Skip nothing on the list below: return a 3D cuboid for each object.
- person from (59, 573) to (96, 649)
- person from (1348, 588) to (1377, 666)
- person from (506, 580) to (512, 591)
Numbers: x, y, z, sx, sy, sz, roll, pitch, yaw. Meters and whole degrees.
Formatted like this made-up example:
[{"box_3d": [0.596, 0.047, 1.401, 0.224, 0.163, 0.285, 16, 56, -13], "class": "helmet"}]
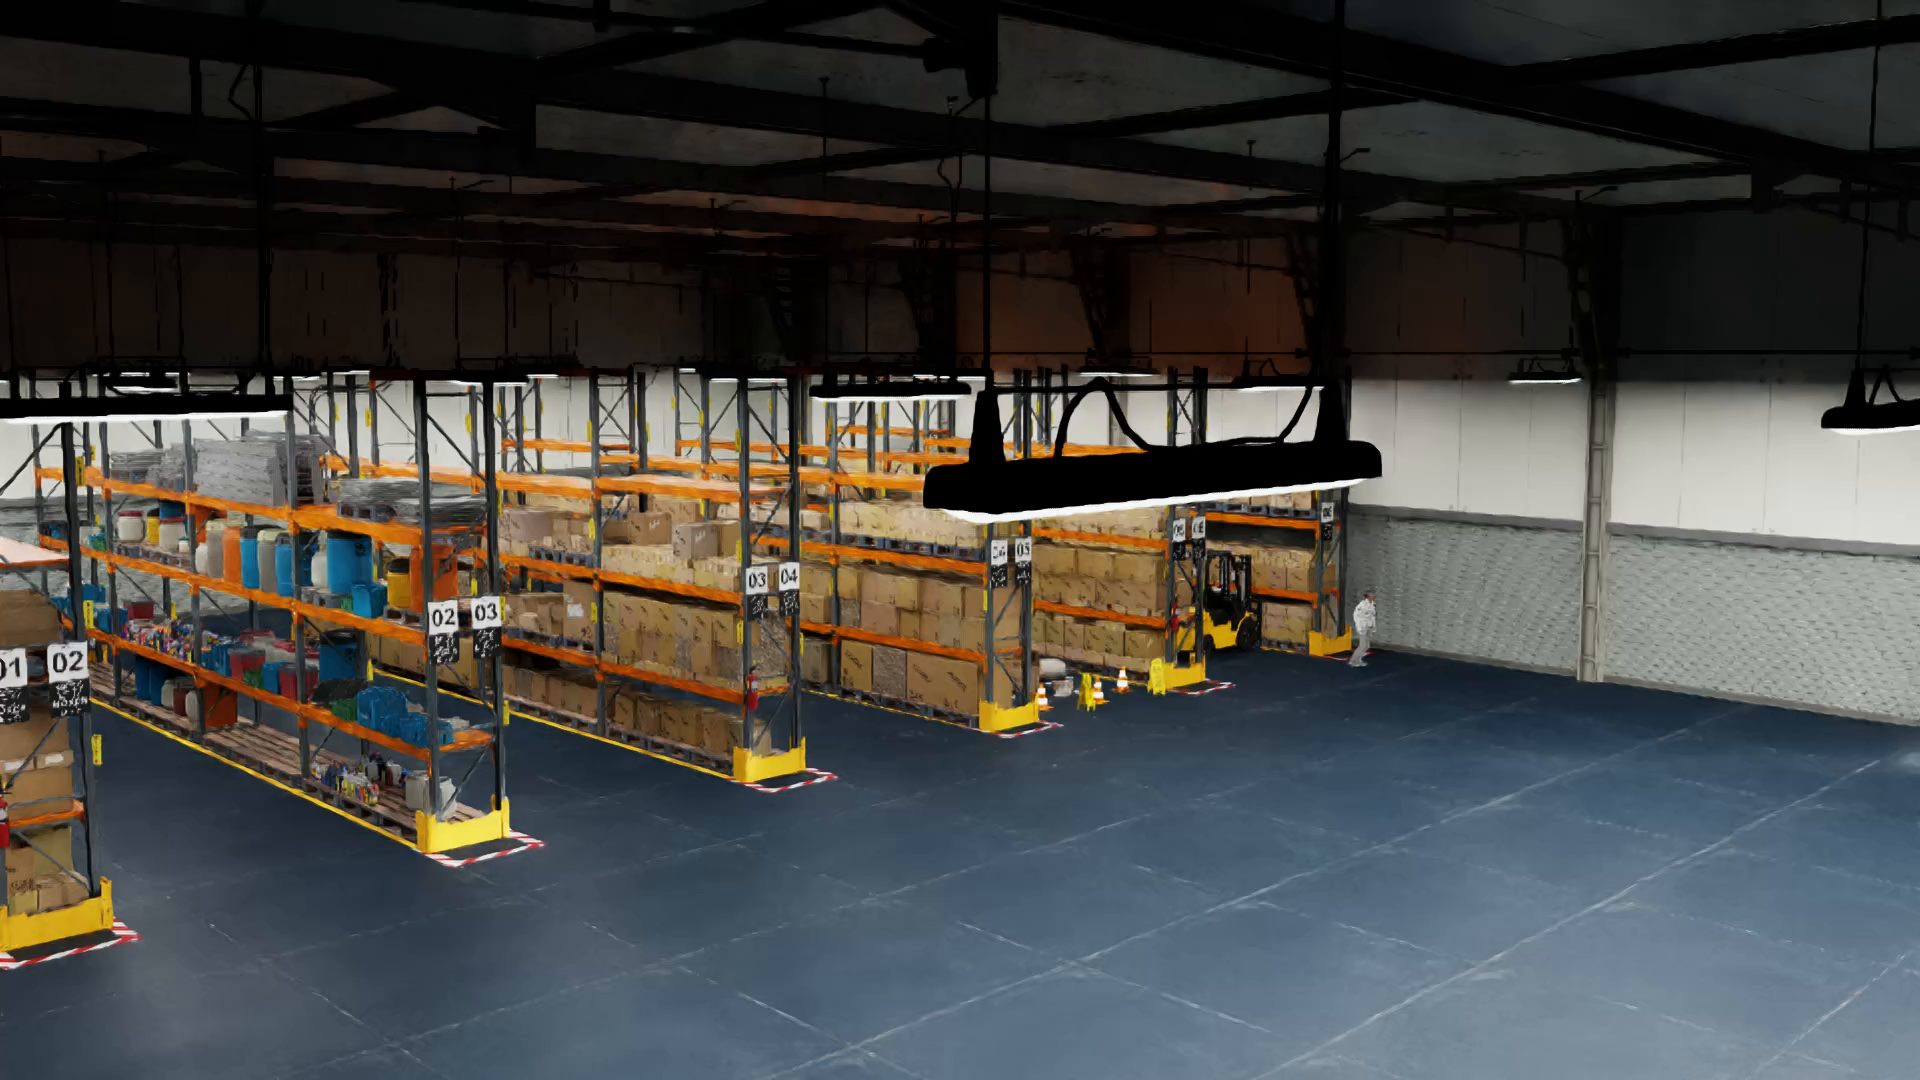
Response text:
[{"box_3d": [-18.804, 1.482, 35.371, 0.843, 1.718, 0.703, 4, 7, 30], "class": "person"}, {"box_3d": [8.148, 1.746, 33.545, 0.506, 1.632, 0.639, 6, 9, 44], "class": "person"}, {"box_3d": [-9.333, 1.620, 34.125, 0.598, 1.698, 1.193, -6, 9, -41], "class": "person"}]
